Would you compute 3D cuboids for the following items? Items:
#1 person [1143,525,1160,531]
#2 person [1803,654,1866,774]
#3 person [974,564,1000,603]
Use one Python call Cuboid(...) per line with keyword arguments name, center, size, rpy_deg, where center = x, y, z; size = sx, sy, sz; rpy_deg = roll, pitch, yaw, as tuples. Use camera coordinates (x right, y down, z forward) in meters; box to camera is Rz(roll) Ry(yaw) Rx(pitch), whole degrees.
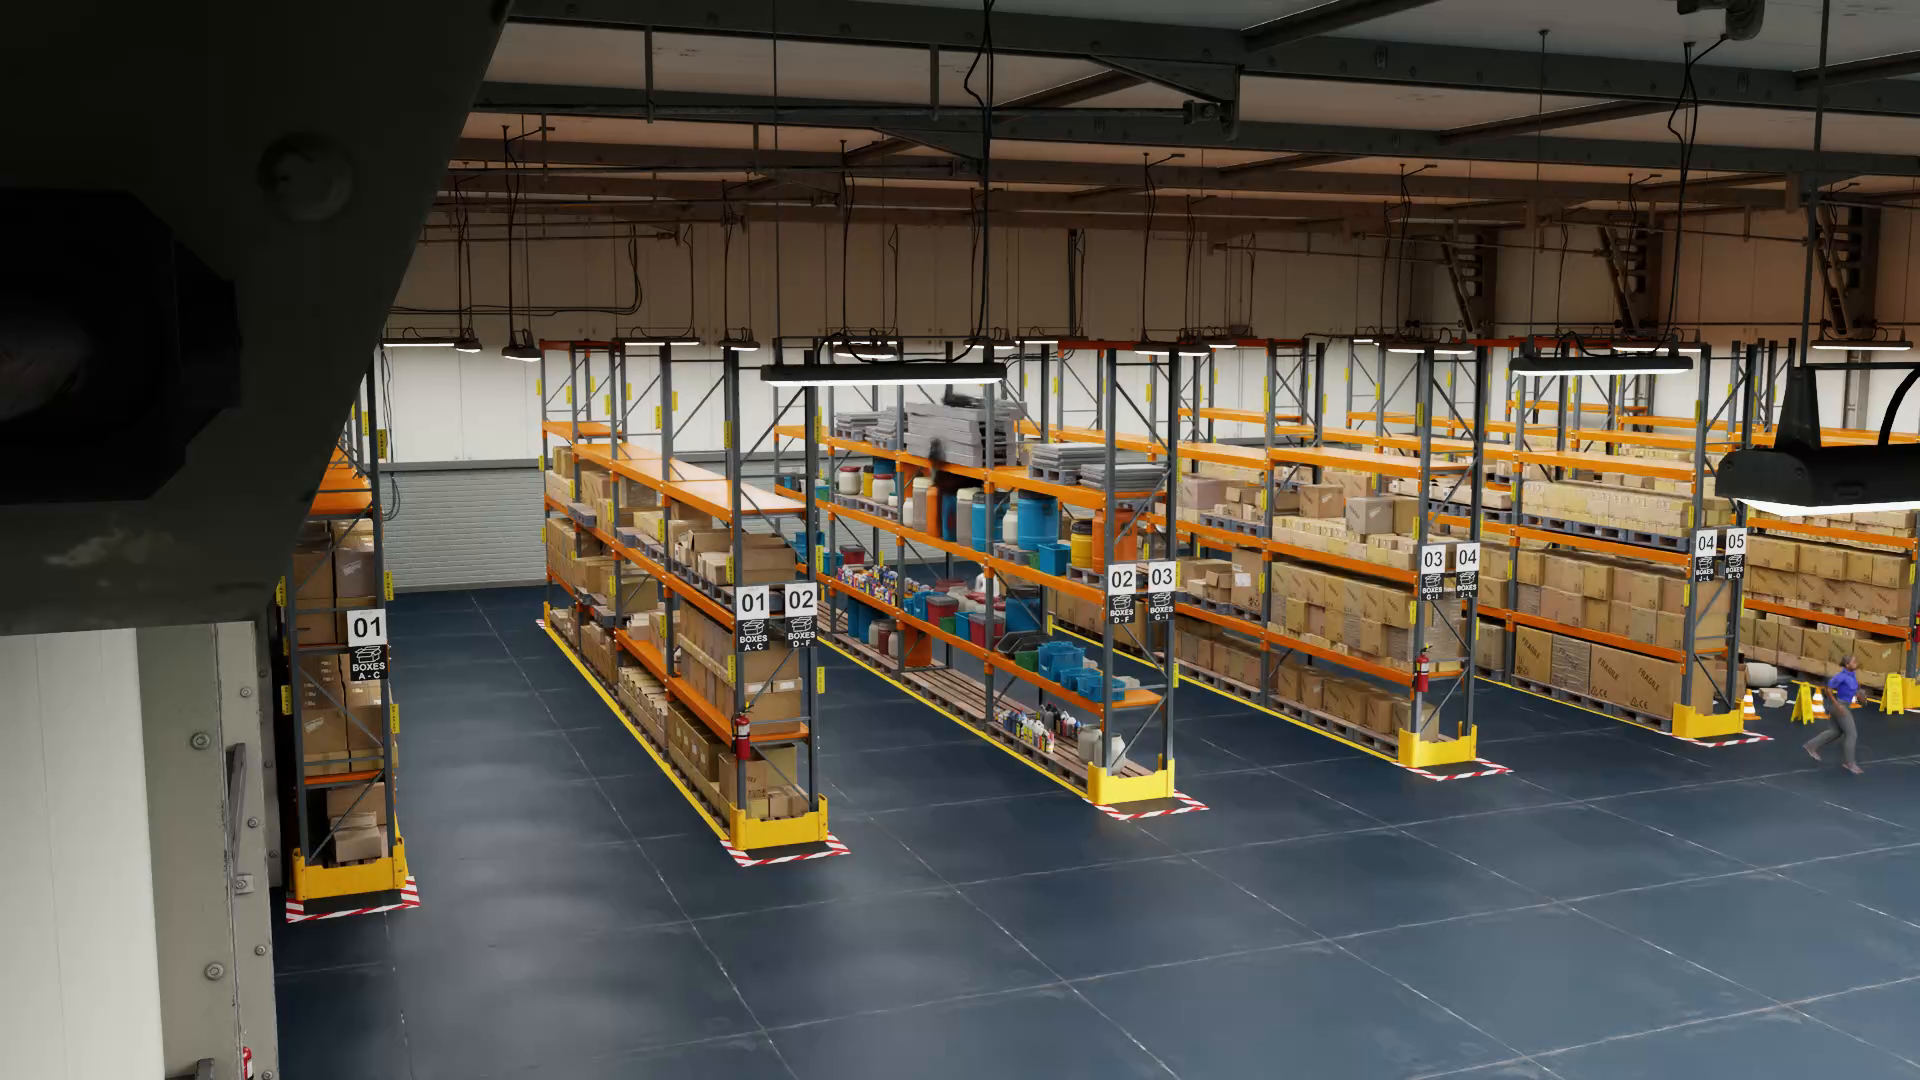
Cuboid(name="person", center=(4.657, 0.178, 41.034), size=(0.640, 1.648, 0.828), rpy_deg=(7, 10, 41))
Cuboid(name="person", center=(12.505, 2.437, 23.715), size=(0.824, 1.683, 0.578), rpy_deg=(6, 9, 37))
Cuboid(name="person", center=(0.595, 1.252, 32.423), size=(0.642, 1.768, 0.647), rpy_deg=(-4, 8, -27))
